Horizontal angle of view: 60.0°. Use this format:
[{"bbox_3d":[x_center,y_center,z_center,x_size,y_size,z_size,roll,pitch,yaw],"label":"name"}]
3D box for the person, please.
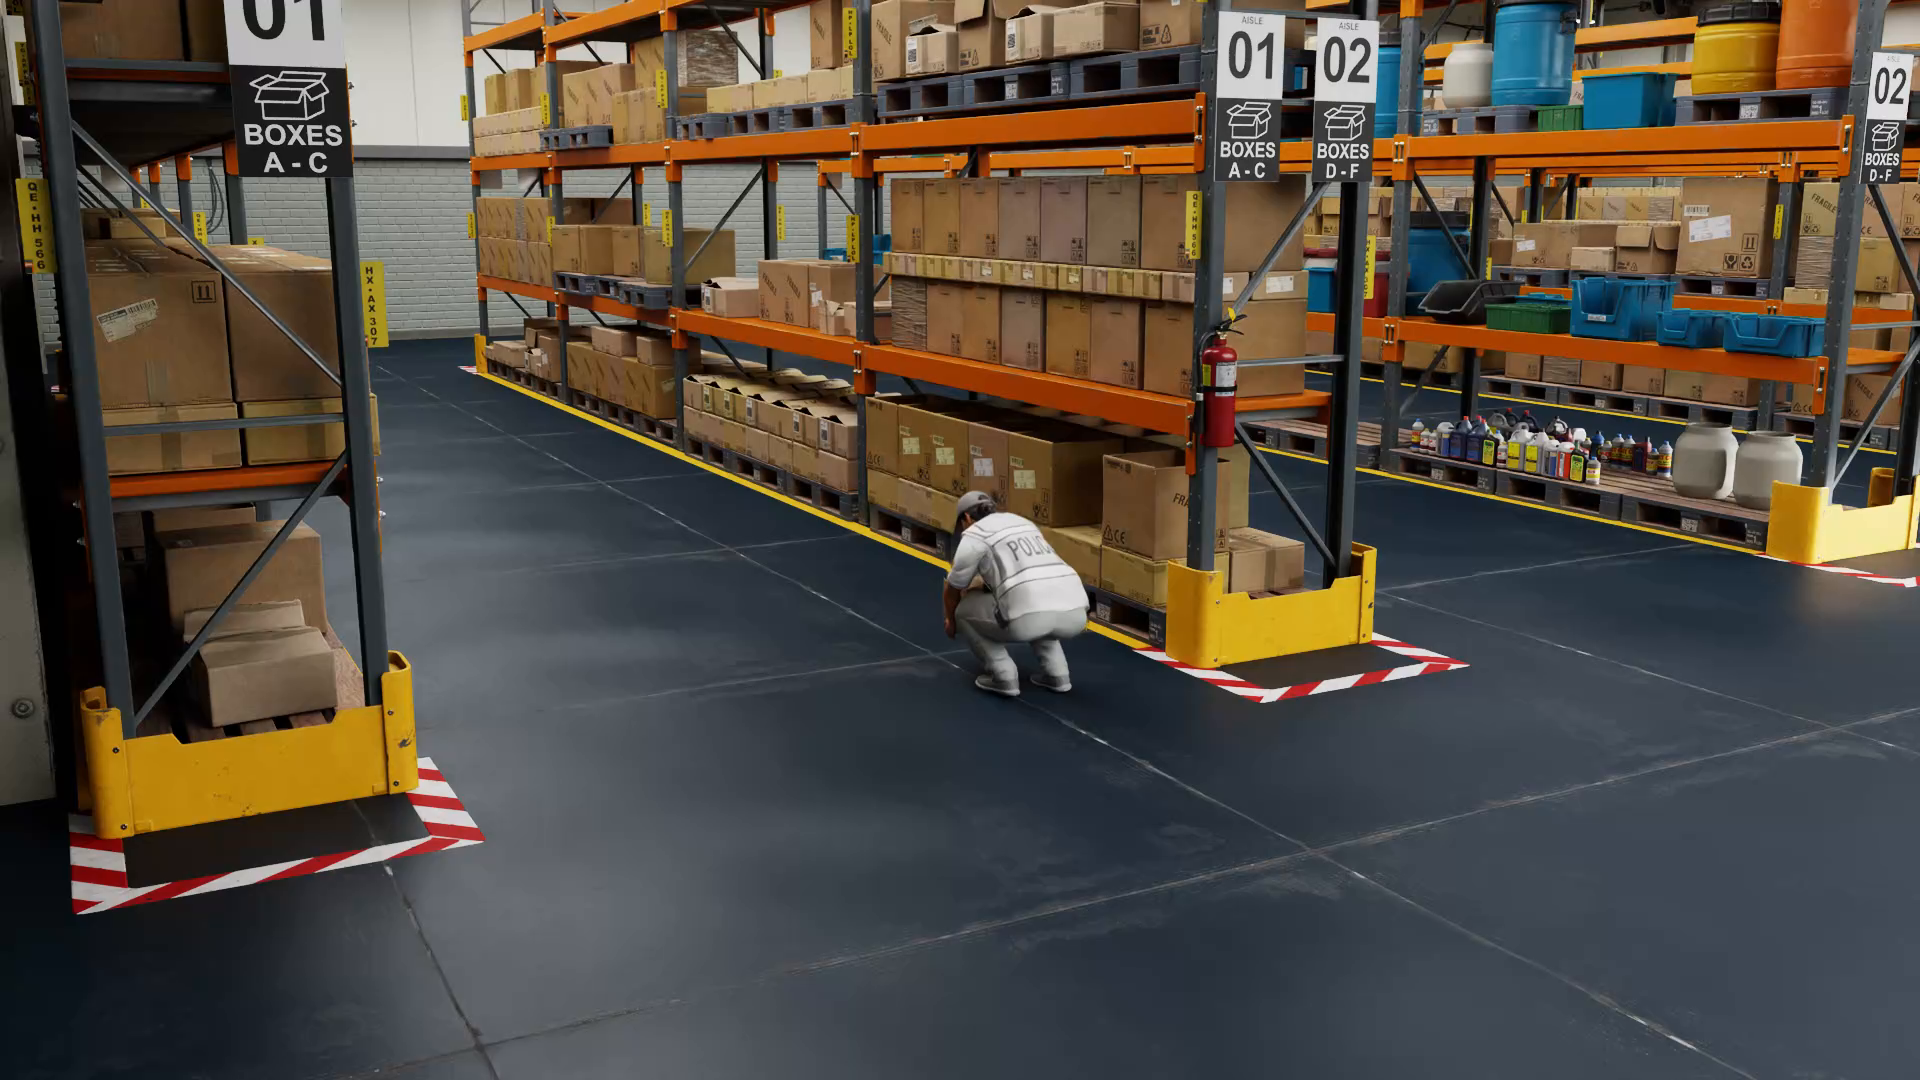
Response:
[{"bbox_3d":[0.240,0.260,8.032,0.515,0.930,0.852,-6,13,-28],"label":"person"}]
